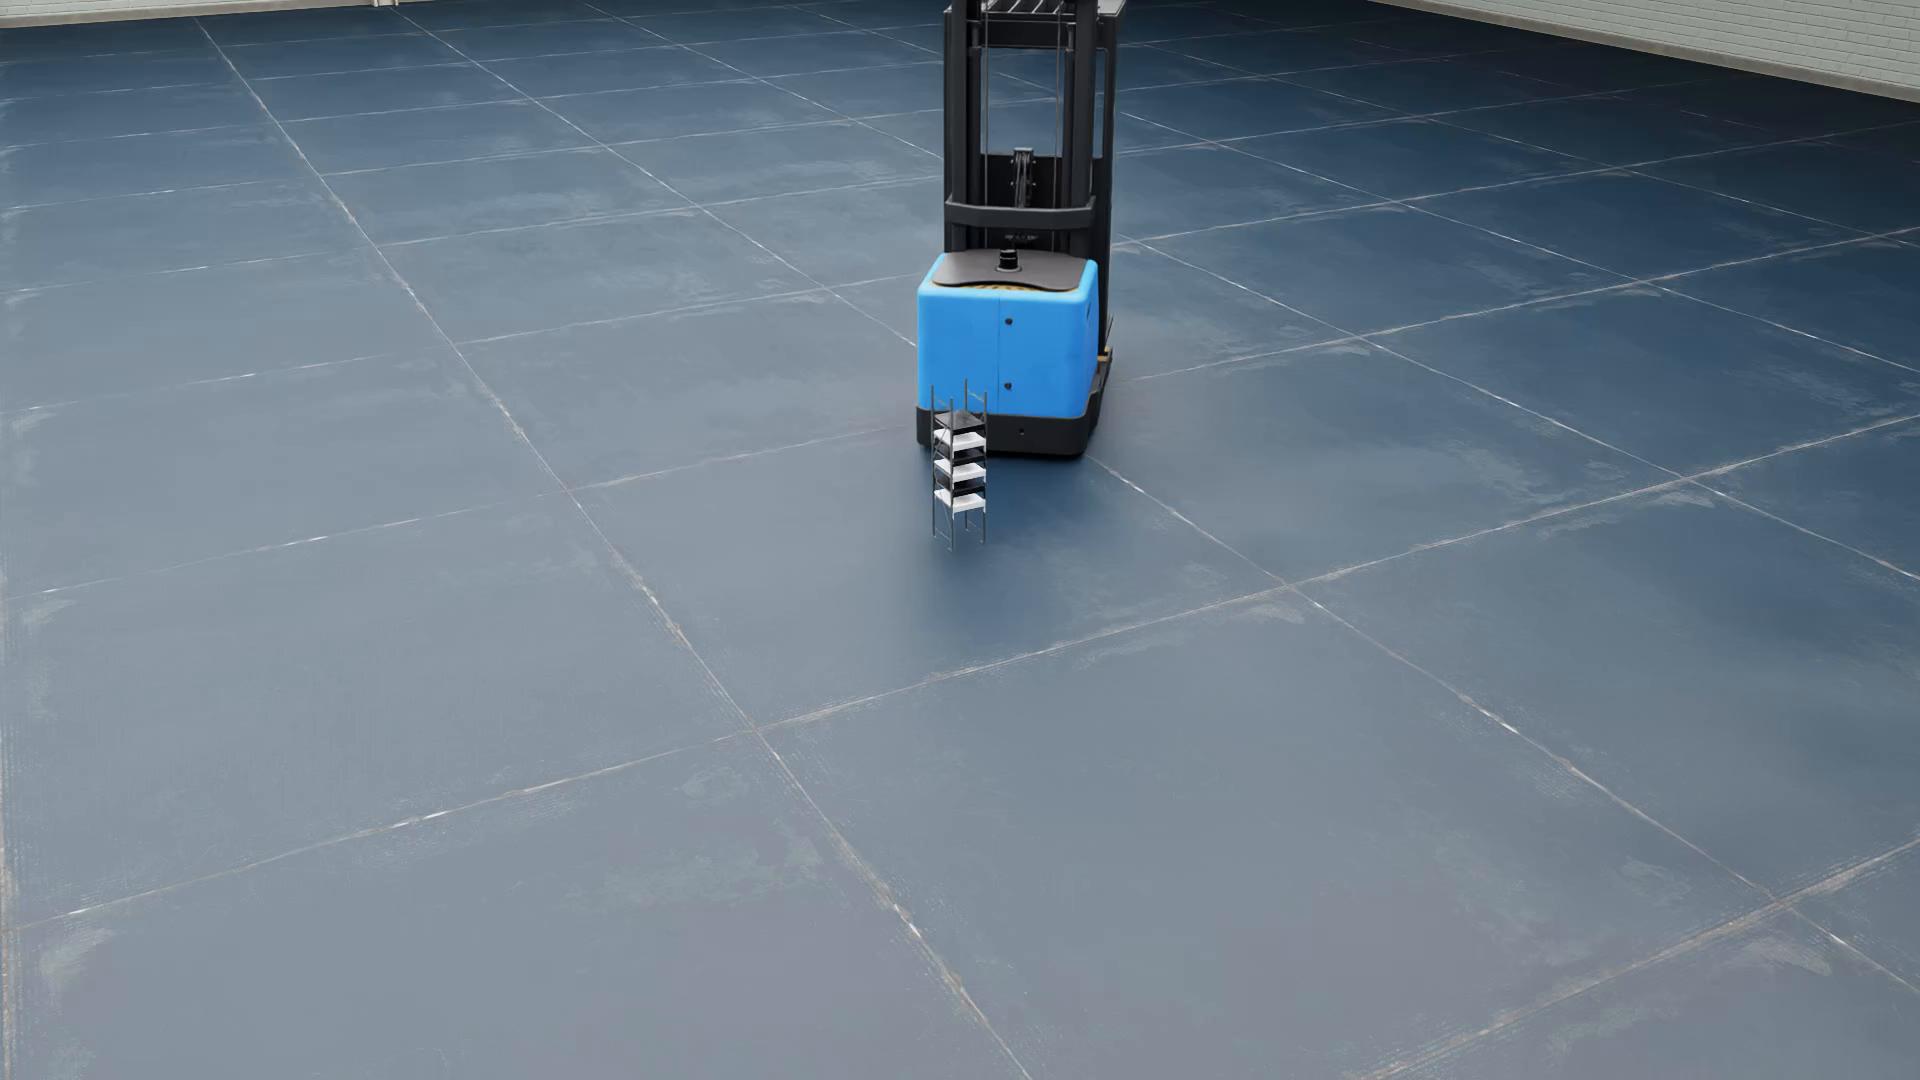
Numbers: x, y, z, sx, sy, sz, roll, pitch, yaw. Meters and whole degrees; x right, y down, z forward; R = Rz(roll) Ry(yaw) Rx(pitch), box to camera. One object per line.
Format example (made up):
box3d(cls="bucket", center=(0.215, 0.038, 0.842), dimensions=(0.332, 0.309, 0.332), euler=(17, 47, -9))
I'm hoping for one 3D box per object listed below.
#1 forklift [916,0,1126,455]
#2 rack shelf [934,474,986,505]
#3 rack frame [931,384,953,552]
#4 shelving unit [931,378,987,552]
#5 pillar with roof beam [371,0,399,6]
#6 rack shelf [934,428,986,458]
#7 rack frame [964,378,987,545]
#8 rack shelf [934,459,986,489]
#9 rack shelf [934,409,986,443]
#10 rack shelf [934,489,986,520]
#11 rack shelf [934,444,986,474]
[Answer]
box3d(cls="forklift", center=(0.477, -2.452, 10.971), dimensions=(1.130, 2.935, 3.031), euler=(4, 26, 8))
box3d(cls="rack shelf", center=(-0.007, -0.293, 9.105), dimensions=(0.200, 0.077, 0.258), euler=(-13, 29, -25))
box3d(cls="rack frame", center=(-0.097, -0.383, 9.009), dimensions=(0.006, 0.900, 0.240), euler=(-13, 29, -25))
box3d(cls="shelving unit", center=(-0.007, -0.404, 9.052), dimensions=(0.210, 0.900, 0.258), euler=(-13, 29, -25))
box3d(cls="pillar with roof beam", center=(-7.691, -11.459, 22.720), dimensions=(0.400, 9.000, 9.100), euler=(-13, 29, -25))
box3d(cls="rack shelf", center=(-0.007, -0.536, 8.988), dimensions=(0.200, 0.077, 0.258), euler=(-13, 29, -25))
box3d(cls="rack frame", center=(0.083, -0.425, 9.095), dimensions=(0.006, 0.900, 0.240), euler=(-13, 29, -25))
box3d(cls="rack shelf", center=(-0.007, -0.374, 9.066), dimensions=(0.200, 0.077, 0.258), euler=(-13, 29, -25))
box3d(cls="rack shelf", center=(-0.007, -0.617, 8.949), dimensions=(0.200, 0.077, 0.258), euler=(-13, 29, -25))
box3d(cls="rack shelf", center=(-0.007, -0.212, 9.144), dimensions=(0.200, 0.077, 0.258), euler=(-13, 29, -25))
box3d(cls="rack shelf", center=(-0.007, -0.455, 9.027), dimensions=(0.200, 0.077, 0.258), euler=(-13, 29, -25))
